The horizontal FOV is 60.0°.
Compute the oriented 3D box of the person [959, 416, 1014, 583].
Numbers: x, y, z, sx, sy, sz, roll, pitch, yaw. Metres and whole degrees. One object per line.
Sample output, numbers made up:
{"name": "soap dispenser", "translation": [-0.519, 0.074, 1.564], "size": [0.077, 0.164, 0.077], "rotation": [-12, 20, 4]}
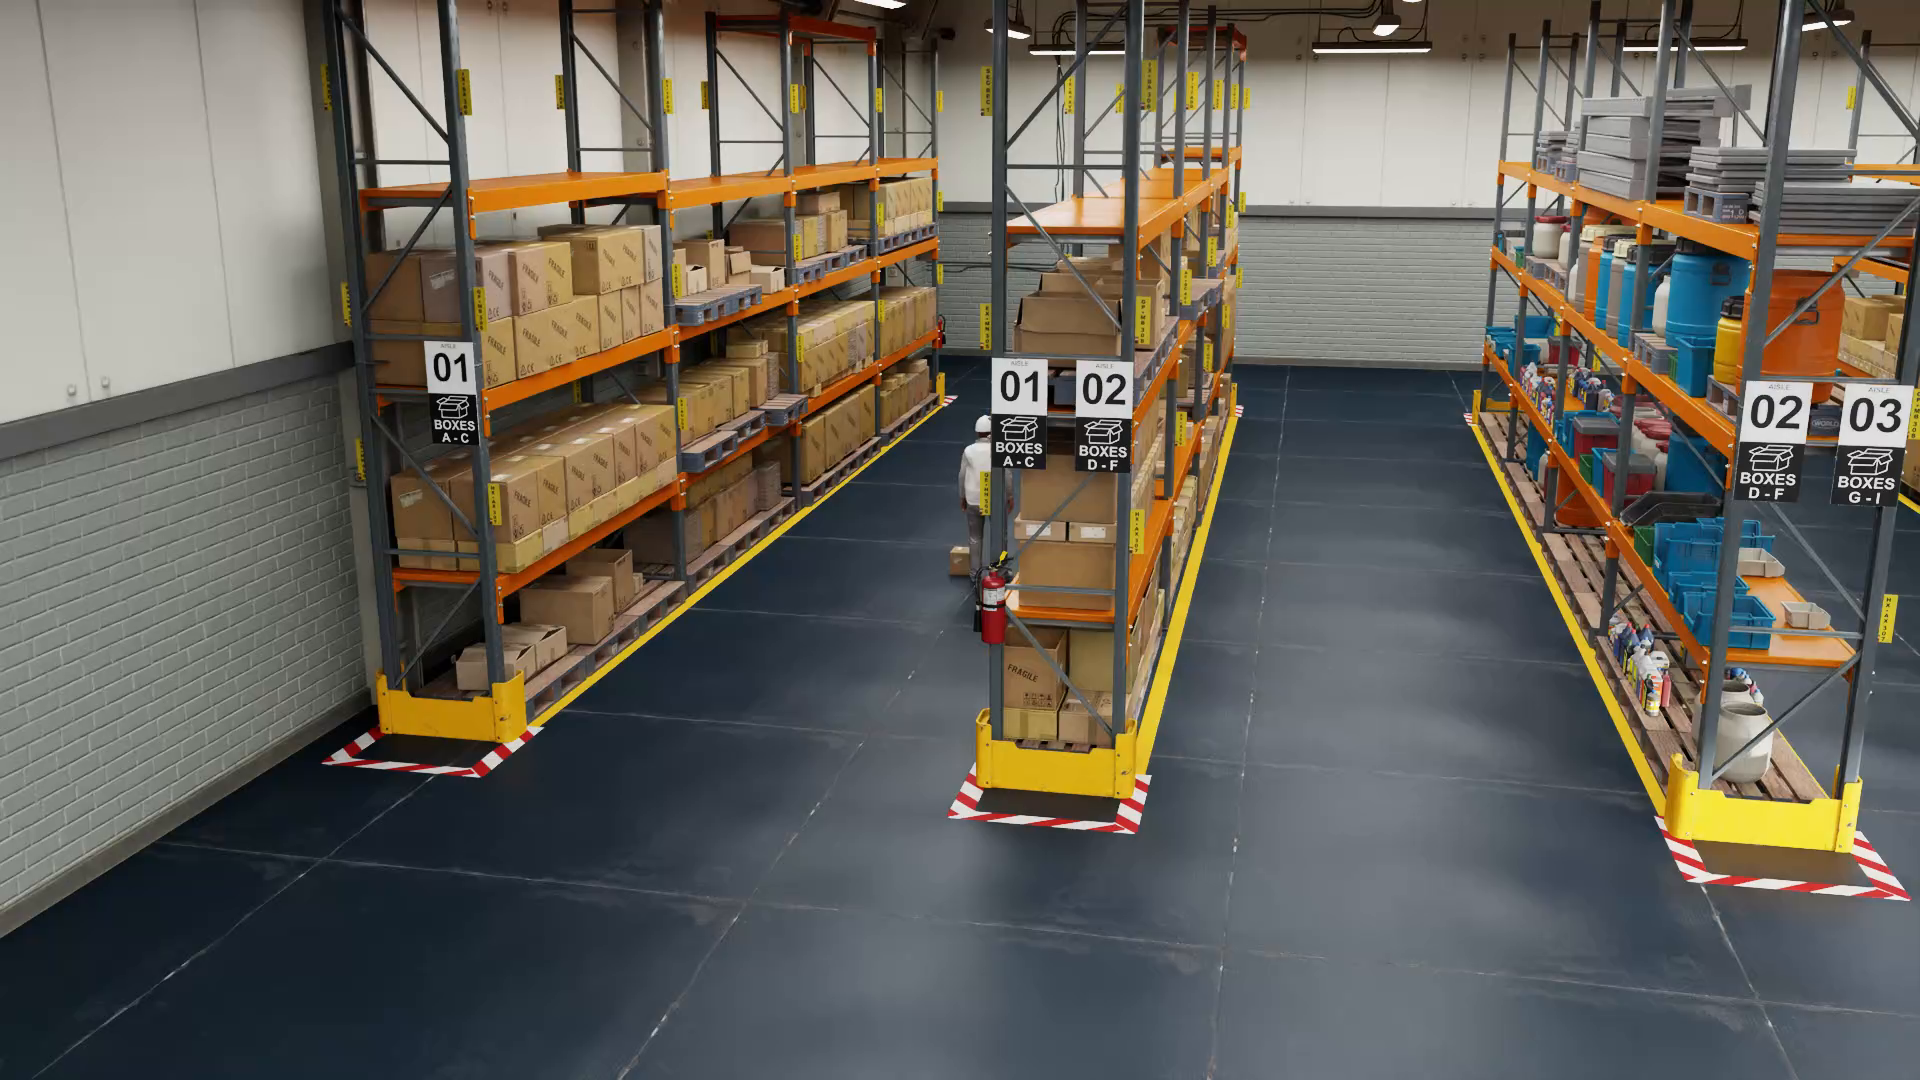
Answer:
{"name": "person", "translation": [0.283, -0.428, 17.614], "size": [0.587, 1.768, 0.466], "rotation": [3, 15, 10]}
